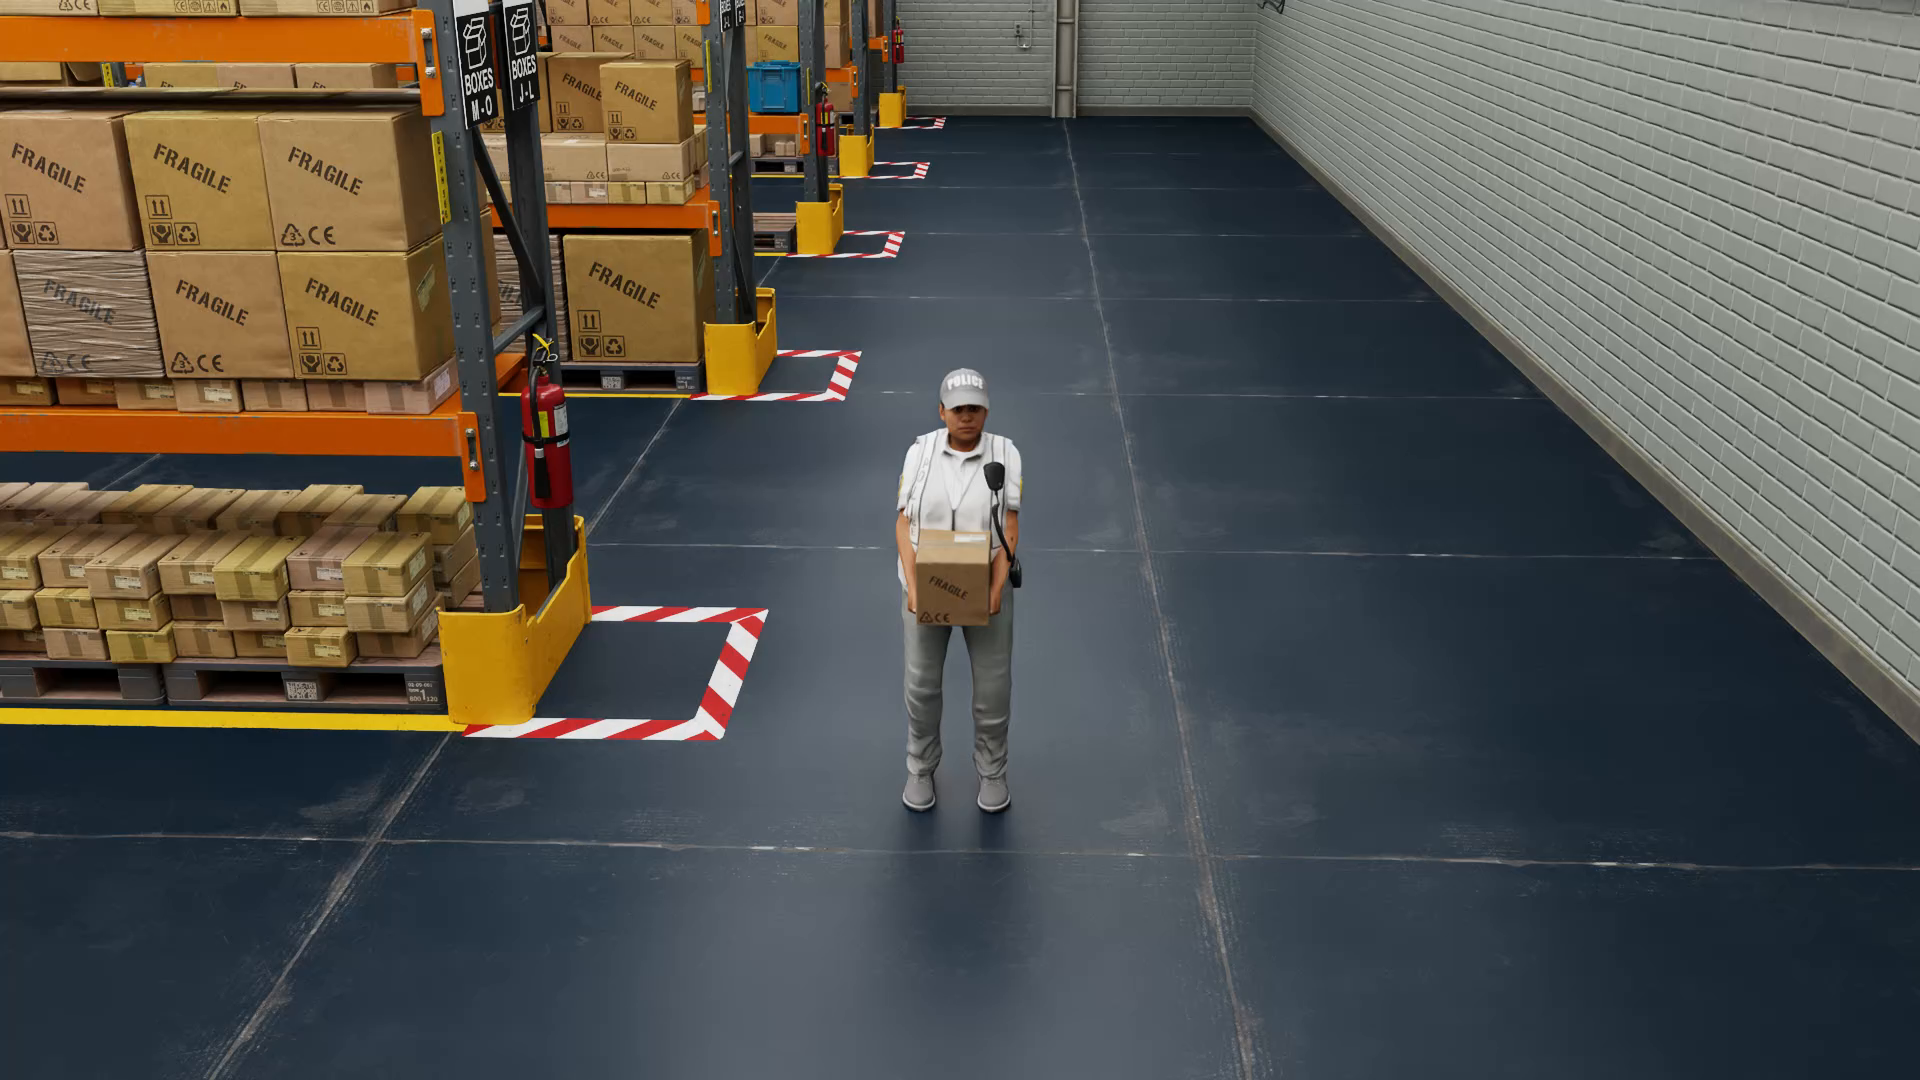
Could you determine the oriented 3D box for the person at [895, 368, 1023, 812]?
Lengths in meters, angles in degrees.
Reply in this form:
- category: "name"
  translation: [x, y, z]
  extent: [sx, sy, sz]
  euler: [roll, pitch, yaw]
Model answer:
- category: "person"
  translation: [-0.005, 0.214, 6.032]
  extent: [0.454, 1.655, 0.535]
  euler: [1, 21, 3]
